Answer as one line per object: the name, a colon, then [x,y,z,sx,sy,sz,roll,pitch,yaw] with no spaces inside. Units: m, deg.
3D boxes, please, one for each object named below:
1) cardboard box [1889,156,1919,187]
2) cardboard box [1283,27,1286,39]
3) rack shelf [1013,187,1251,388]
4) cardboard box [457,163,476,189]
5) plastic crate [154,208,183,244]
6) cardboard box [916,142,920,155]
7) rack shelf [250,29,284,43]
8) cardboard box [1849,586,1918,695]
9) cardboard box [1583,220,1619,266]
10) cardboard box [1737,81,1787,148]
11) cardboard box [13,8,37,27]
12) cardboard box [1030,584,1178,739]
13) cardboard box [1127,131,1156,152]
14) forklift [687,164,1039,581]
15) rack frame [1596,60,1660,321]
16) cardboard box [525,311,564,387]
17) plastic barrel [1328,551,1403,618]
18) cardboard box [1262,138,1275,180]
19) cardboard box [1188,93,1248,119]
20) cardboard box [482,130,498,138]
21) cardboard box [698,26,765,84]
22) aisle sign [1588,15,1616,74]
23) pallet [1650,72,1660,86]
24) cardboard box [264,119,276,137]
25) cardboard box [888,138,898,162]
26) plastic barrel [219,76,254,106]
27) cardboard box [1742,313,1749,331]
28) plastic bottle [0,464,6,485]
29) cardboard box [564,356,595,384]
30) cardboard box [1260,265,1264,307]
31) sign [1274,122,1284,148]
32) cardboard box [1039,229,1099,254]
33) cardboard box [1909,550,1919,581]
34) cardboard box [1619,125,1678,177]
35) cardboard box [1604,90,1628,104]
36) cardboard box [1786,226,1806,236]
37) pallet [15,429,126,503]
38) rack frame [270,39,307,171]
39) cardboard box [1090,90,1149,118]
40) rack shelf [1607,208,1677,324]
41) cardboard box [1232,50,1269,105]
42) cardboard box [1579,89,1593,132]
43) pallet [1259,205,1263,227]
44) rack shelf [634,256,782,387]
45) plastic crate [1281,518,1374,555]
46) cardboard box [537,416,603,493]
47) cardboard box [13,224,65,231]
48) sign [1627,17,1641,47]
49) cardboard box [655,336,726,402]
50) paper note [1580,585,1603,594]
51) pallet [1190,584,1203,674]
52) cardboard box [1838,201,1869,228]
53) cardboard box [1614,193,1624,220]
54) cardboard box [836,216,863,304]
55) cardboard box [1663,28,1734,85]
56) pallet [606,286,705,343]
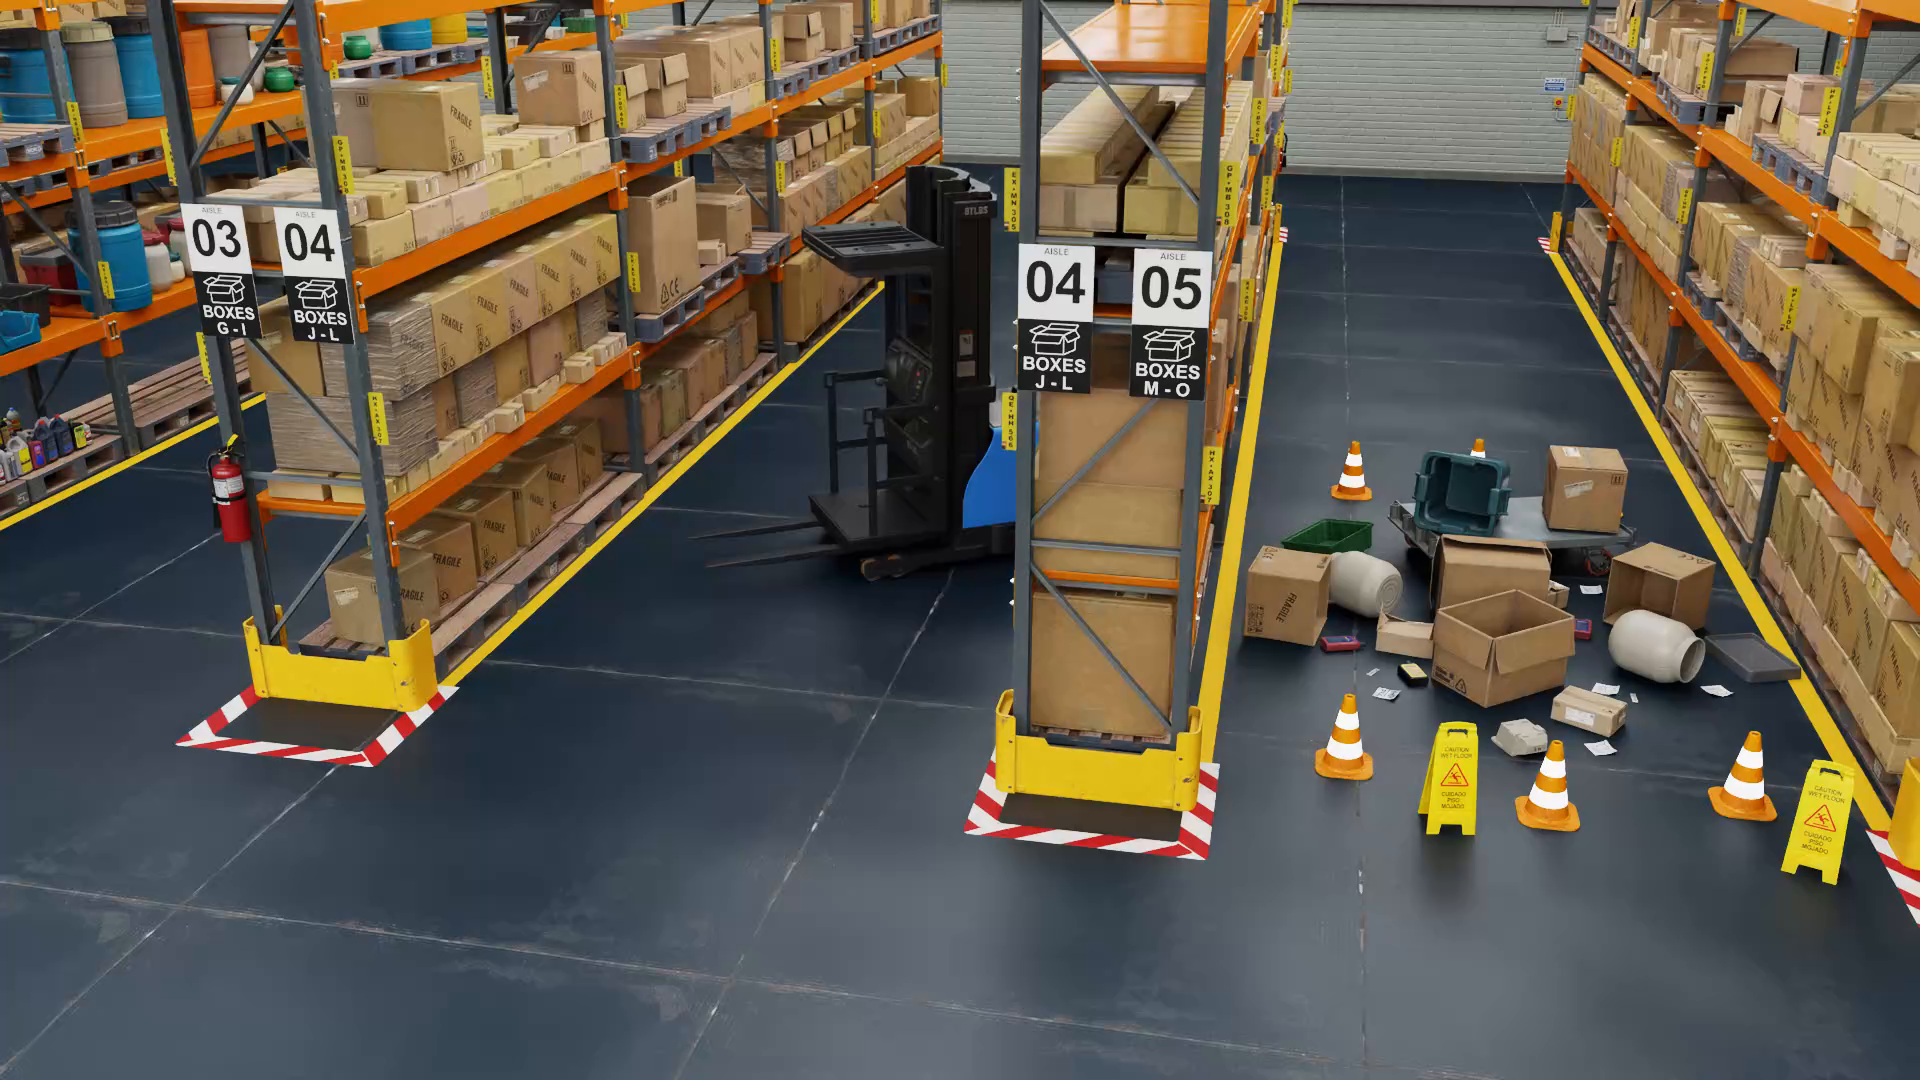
cardboard box: [5.939,-2.248,10.173,0.380,0.149,0.250,4,22,9]
cardboard box: [3.812,-6.417,20.789,0.500,0.250,0.500,5,22,12]
rack shelf: [1.216,-1.742,10.610,1.077,0.370,4.000,4,22,11]
cardboard box: [-3.446,-2.430,11.025,0.380,0.149,0.250,3,22,8]
plastic crate: [-7.873,-3.133,17.032,0.402,0.464,0.583,4,22,11]
cardboard box: [-0.772,-5.479,23.278,0.380,0.149,0.250,5,22,11]
rack shelf: [-10.868,-7.302,24.416,1.077,0.370,4.000,4,22,11]
cardboard box: [5.686,0.617,9.922,0.500,0.500,0.500,5,23,13]
cardboard box: [8.724,-3.886,21.854,0.875,0.438,0.875,5,22,12]
cardboard box: [7.104,-3.630,14.202,0.700,0.500,0.500,4,22,11]
cardboard box: [-11.720,-6.525,20.695,0.600,0.600,0.600,4,22,9]
cardboard box: [0.882,0.585,10.167,0.875,0.875,0.875,5,22,11]
cardboard box: [0.944,-2.404,10.400,0.500,0.250,0.500,5,22,11]
forklift: [-0.582,-1.275,12.597,3.031,2.935,1.130,-8,23,-20]
rack frame: [8.123,-4.001,19.272,1.000,3.000,0.127,4,22,11]
cardboard box: [-3.503,-1.484,12.492,0.875,0.500,0.500,4,22,11]
plastic barrel: [2.894,0.312,12.013,0.421,0.421,0.512,-16,27,-35]
cardboard box: [3.604,-4.687,20.445,0.500,0.500,0.500,4,22,10]
cardboard box: [1.707,-2.868,11.016,0.380,0.149,0.250,5,22,12]
cardboard box: [-3.651,-2.948,12.311,0.380,0.149,0.250,5,23,13]
cardboard box: [-2.247,-4.769,16.362,0.500,0.500,0.500,5,22,12]
aisle sign: [8.670,-6.718,22.539,0.394,0.787,0.004,4,22,11]
pallet: [7.984,-4.964,17.906,0.805,0.209,1.217,4,22,9]
cardboard box: [-10.597,-6.281,24.800,0.500,0.500,0.500,4,22,10]
cardboard box: [-1.120,-5.158,21.948,0.500,0.250,0.500,4,22,11]
plastic barrel: [-7.274,-4.515,16.719,0.301,0.262,0.301,0,22,0]
cardboard box: [6.548,-1.734,13.419,0.380,0.149,0.250,4,22,11]
plastic bottle: [-8.048,-0.564,13.895,0.097,0.201,0.097,0,22,0]
cardboard box: [-3.079,-1.335,12.990,0.380,0.149,0.250,4,22,11]
cardboard box: [3.352,-3.087,19.786,0.500,0.500,0.500,4,22,10]
sign: [3.800,-4.837,19.799,0.100,0.325,0.005,4,22,11]
cardboard box: [0.544,-1.616,8.976,0.380,0.149,0.250,4,22,11]
cardboard box: [5.558,0.158,9.282,0.380,0.149,0.250,4,22,10]
cardboard box: [7.752,-4.372,18.721,0.500,0.500,0.500,5,22,12]
cardboard box: [8.232,-5.502,20.660,0.380,0.149,0.250,4,22,11]
cardboard box: [7.290,-2.355,14.092,0.500,0.500,0.500,3,22,7]
pallet: [-8.238,-0.672,14.740,1.003,0.211,1.213,4,22,11]
rack frame: [-10.459,-6.976,26.659,1.000,3.000,0.127,4,22,11]
cardboard box: [1.063,-2.915,11.135,0.380,0.149,0.250,4,22,10]
rack shelf: [7.715,-2.936,17.590,1.077,0.370,4.000,4,22,11]
cardboard box: [2.360,-3.900,14.177,0.500,0.500,0.500,4,22,11]
cardboard box: [8.464,-5.630,21.846,0.500,0.500,0.500,4,22,9]
pallet: [2.804,-3.516,18.326,1.003,0.211,1.213,4,22,11]
rack shelf: [-2.803,-2.228,15.834,1.077,0.370,4.000,4,22,11]
plastic crate: [2.871,0.026,12.961,0.450,0.188,0.662,7,21,42]
cardboard box: [-3.332,-0.722,13.916,0.500,0.500,0.500,4,22,9]
cardboard box: [-11.924,-3.836,21.620,0.500,0.500,0.500,4,22,9]
sign: [7.579,-5.710,18.704,0.100,0.325,0.005,4,22,11]
cardboard box: [-2.721,-1.680,16.266,0.700,0.500,0.500,6,23,15]
paper note: [4.712,0.366,12.404,0.148,0.019,0.142,4,22,11]
pallet: [1.146,0.598,11.587,1.003,0.211,1.213,4,22,11]
cardboard box: [6.076,-2.163,11.031,0.380,0.149,0.250,4,22,11]
cardboard box: [7.775,-3.790,18.951,0.500,0.250,0.500,4,22,10]
cardboard box: [-1.871,-3.403,20.070,1.225,0.875,0.875,4,22,9]
cardboard box: [7.382,-4.837,16.638,0.500,0.500,0.500,5,22,11]
pallet: [-2.913,-2.010,14.586,1.003,0.211,1.213,4,22,11]
